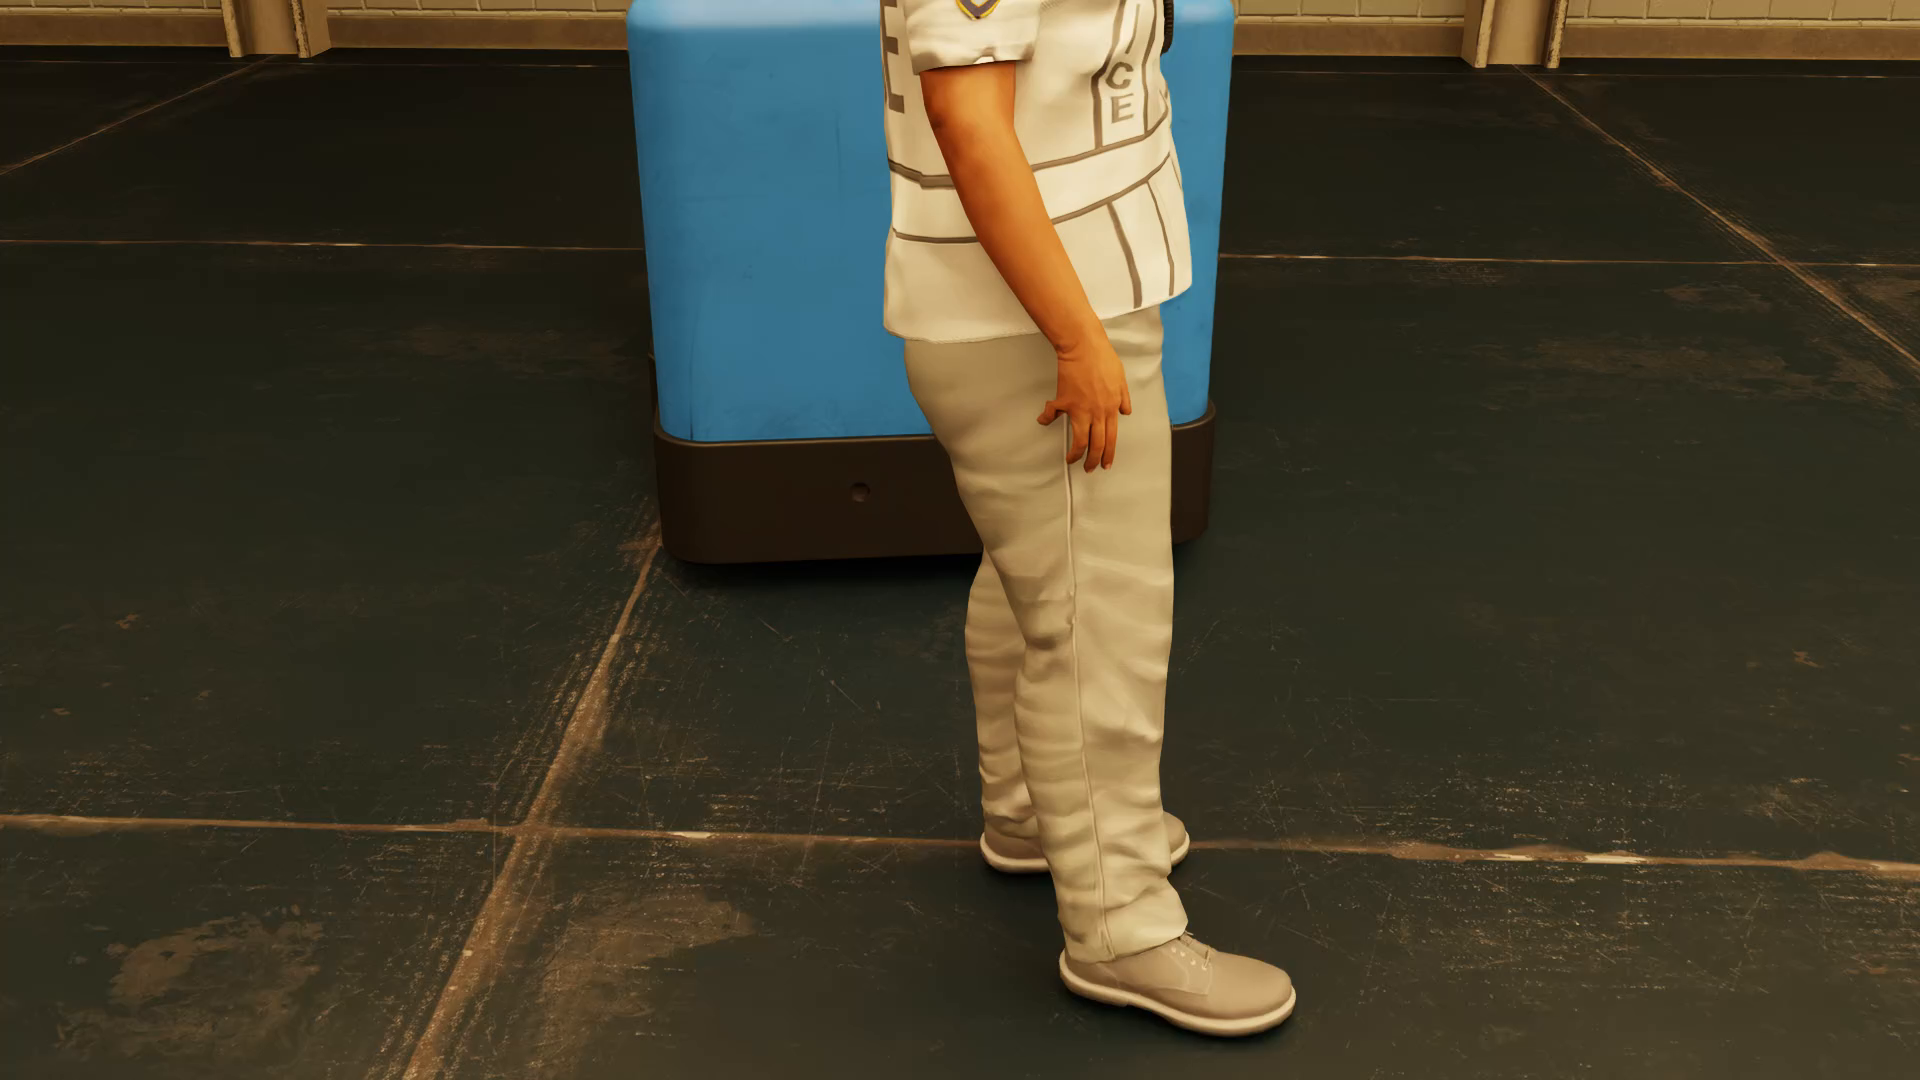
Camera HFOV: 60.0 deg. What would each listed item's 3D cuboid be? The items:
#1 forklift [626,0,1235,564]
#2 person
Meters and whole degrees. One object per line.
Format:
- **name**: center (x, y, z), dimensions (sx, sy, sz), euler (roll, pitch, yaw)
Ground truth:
- **forklift**: center (-0.170, -1.888, 3.848), dimensions (1.130, 2.935, 3.031), euler (-2, 26, -5)
- **person**: center (0.172, -0.265, 1.969), dimensions (0.529, 1.670, 0.599), euler (1, 26, 2)
